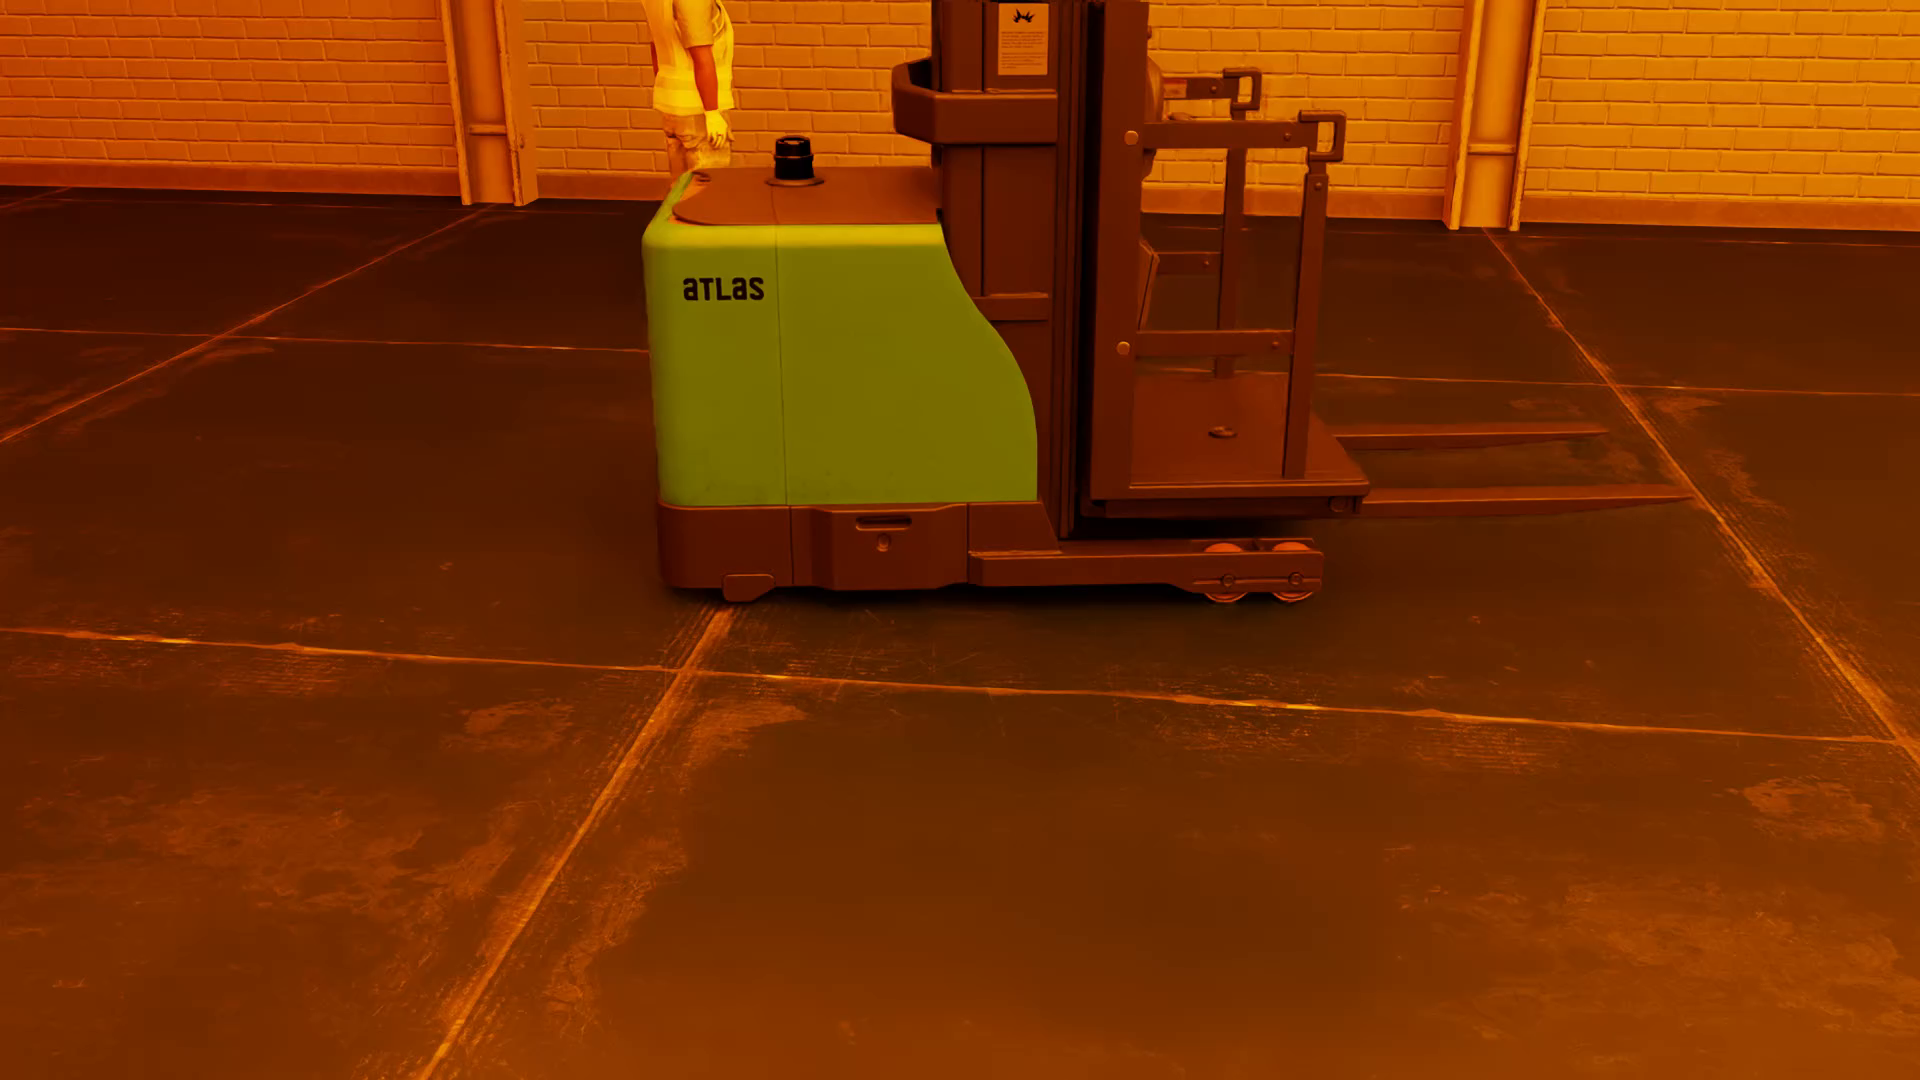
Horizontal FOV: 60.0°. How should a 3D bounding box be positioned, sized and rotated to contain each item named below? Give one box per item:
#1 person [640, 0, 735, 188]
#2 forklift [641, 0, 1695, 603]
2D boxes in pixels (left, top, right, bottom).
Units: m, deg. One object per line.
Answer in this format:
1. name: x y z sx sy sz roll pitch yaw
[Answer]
1. person: -1.210 -1.973 7.685 0.369 1.790 0.547 -13 25 -29
2. forklift: 0.640 -1.378 4.676 3.031 2.935 1.130 -1 22 -3
